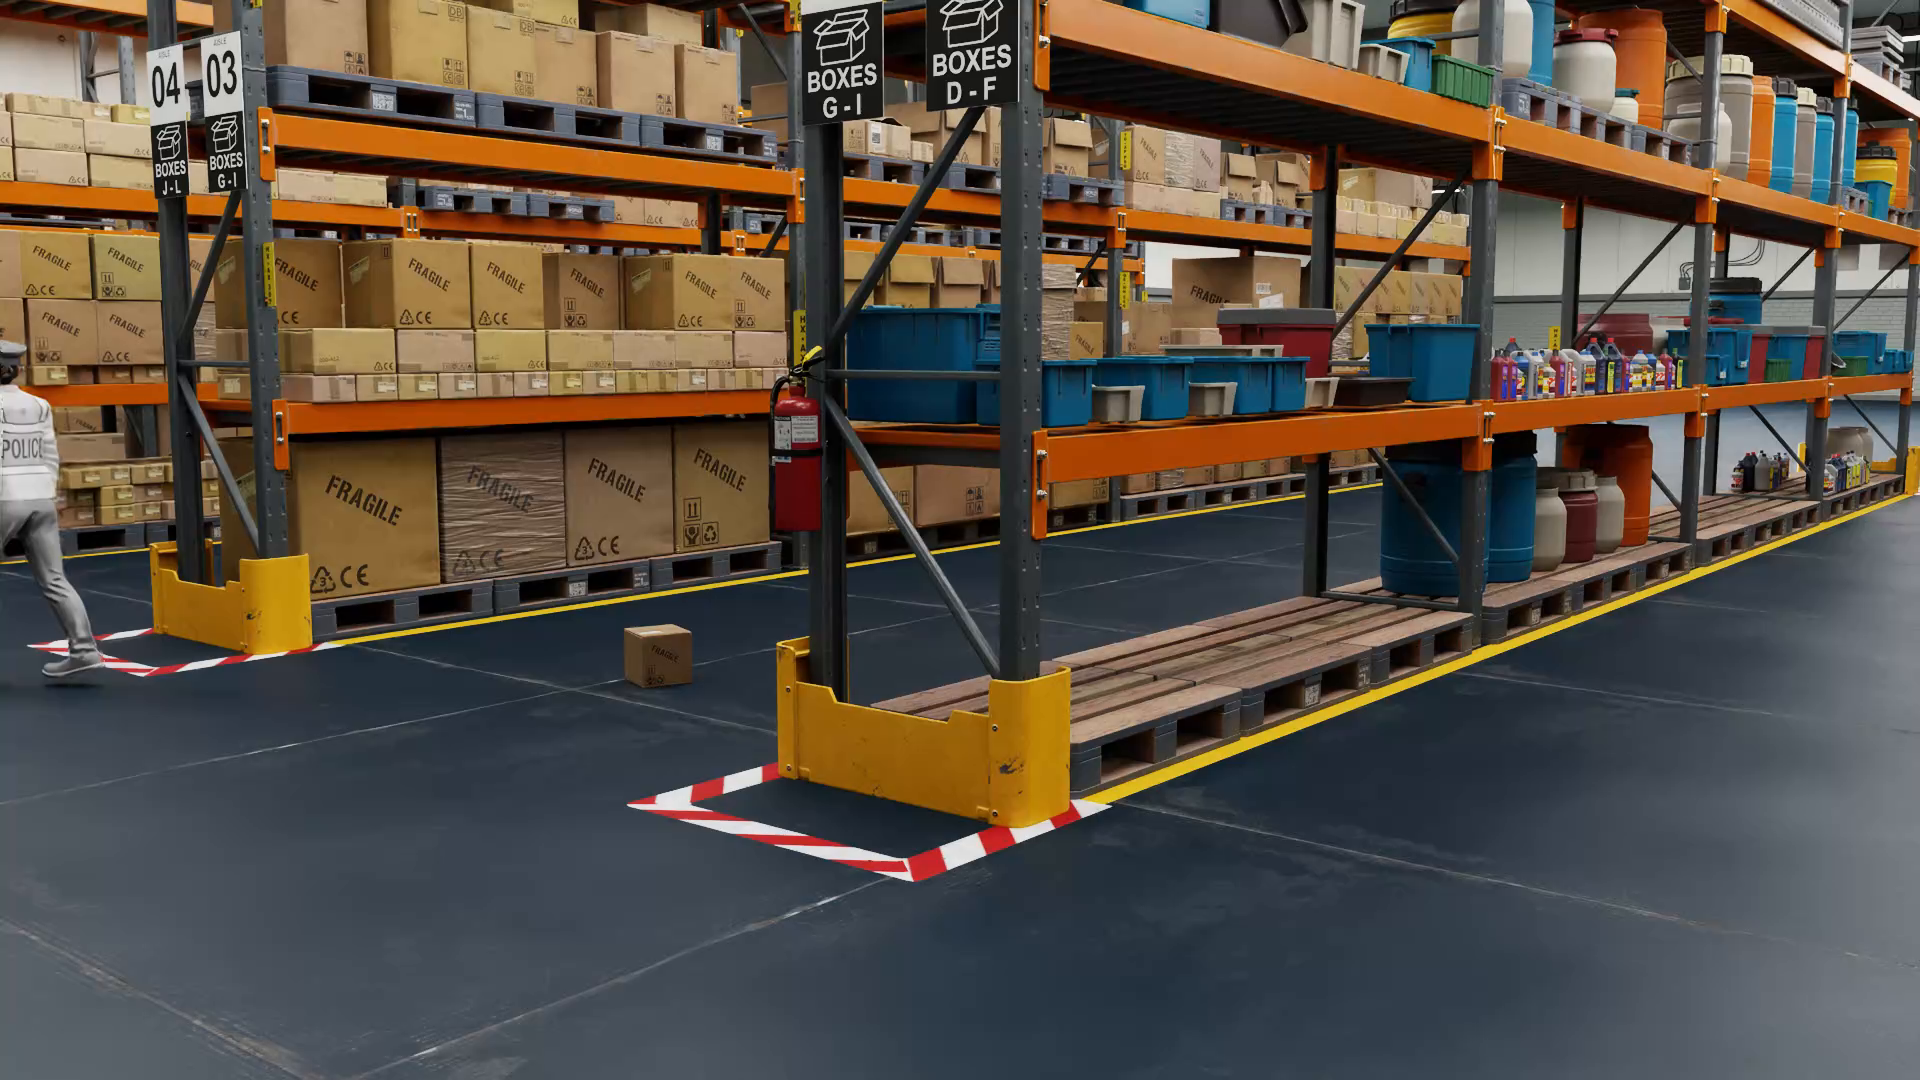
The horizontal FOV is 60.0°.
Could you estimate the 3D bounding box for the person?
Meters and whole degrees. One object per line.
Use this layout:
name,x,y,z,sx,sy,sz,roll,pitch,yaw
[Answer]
person,-4.591,-0.160,7.983,1.008,1.607,0.556,3,7,23
